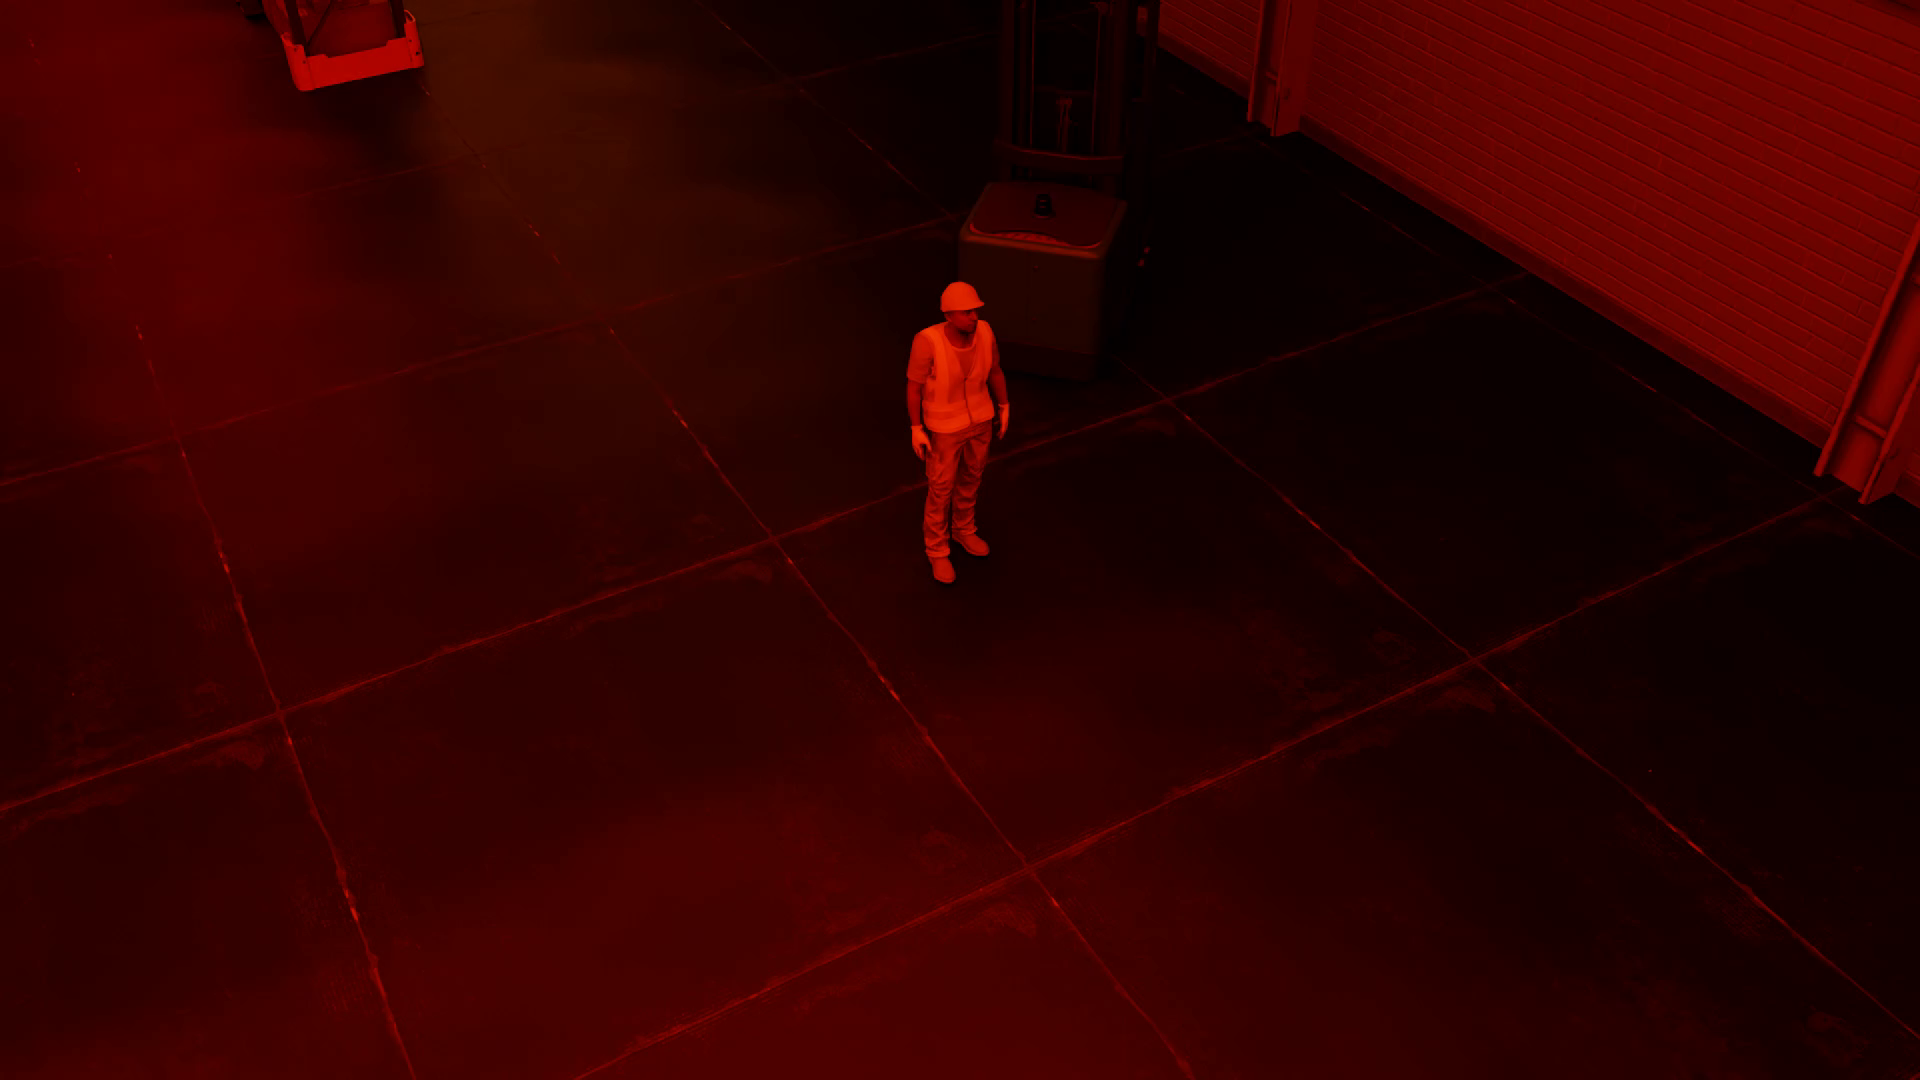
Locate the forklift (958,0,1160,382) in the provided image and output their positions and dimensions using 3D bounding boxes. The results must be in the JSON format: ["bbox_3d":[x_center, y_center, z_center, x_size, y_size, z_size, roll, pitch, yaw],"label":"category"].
[{"bbox_3d":[0.870,-3.175,11.864,1.130,2.935,3.031,10,41,12],"label":"forklift"}]

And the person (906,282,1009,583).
[{"bbox_3d":[0.030,-0.649,9.707,0.656,1.784,0.575,-20,44,-23],"label":"person"}]
